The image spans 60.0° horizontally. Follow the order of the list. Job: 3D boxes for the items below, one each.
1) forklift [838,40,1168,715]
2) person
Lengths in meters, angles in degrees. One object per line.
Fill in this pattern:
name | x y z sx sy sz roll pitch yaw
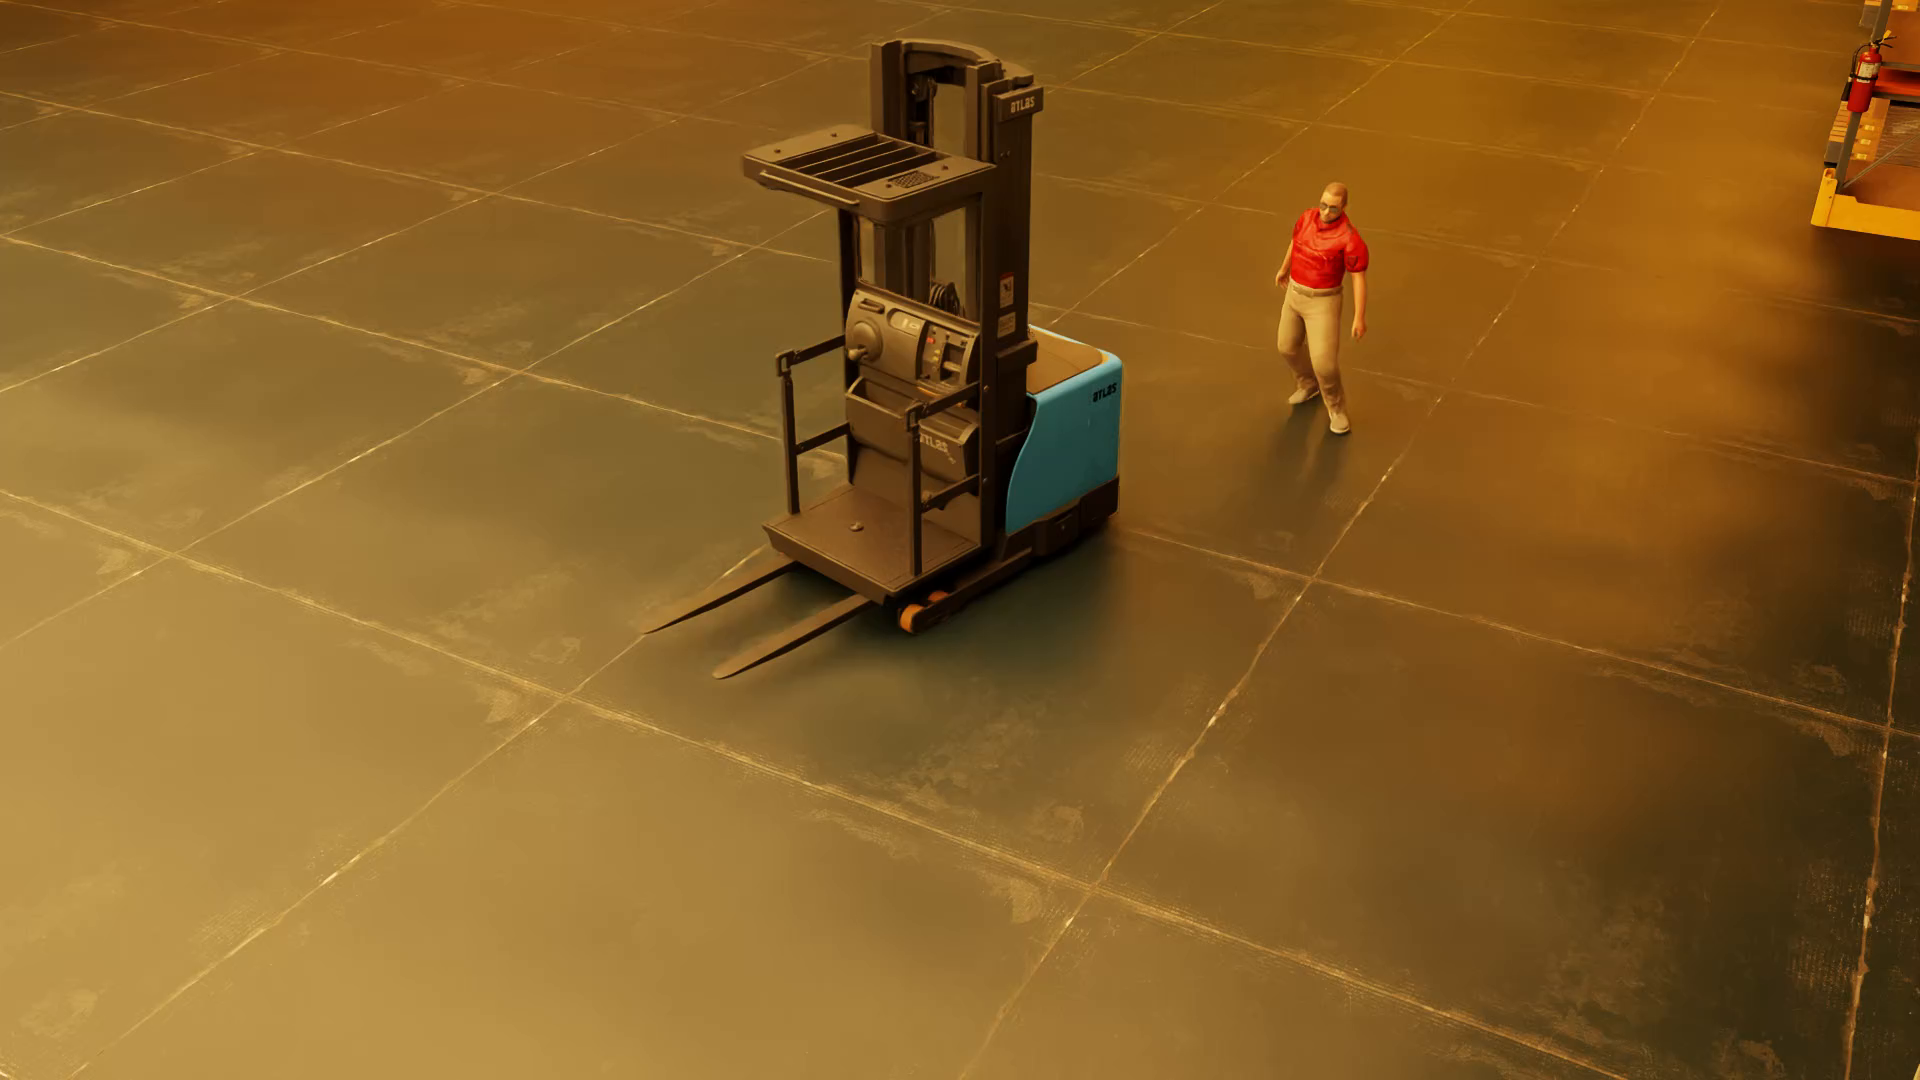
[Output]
forklift | 0.217 -0.999 8.801 1.130 2.935 3.031 -10 31 -17
person | 2.474 -1.696 11.215 0.377 1.723 0.626 -25 38 -36
